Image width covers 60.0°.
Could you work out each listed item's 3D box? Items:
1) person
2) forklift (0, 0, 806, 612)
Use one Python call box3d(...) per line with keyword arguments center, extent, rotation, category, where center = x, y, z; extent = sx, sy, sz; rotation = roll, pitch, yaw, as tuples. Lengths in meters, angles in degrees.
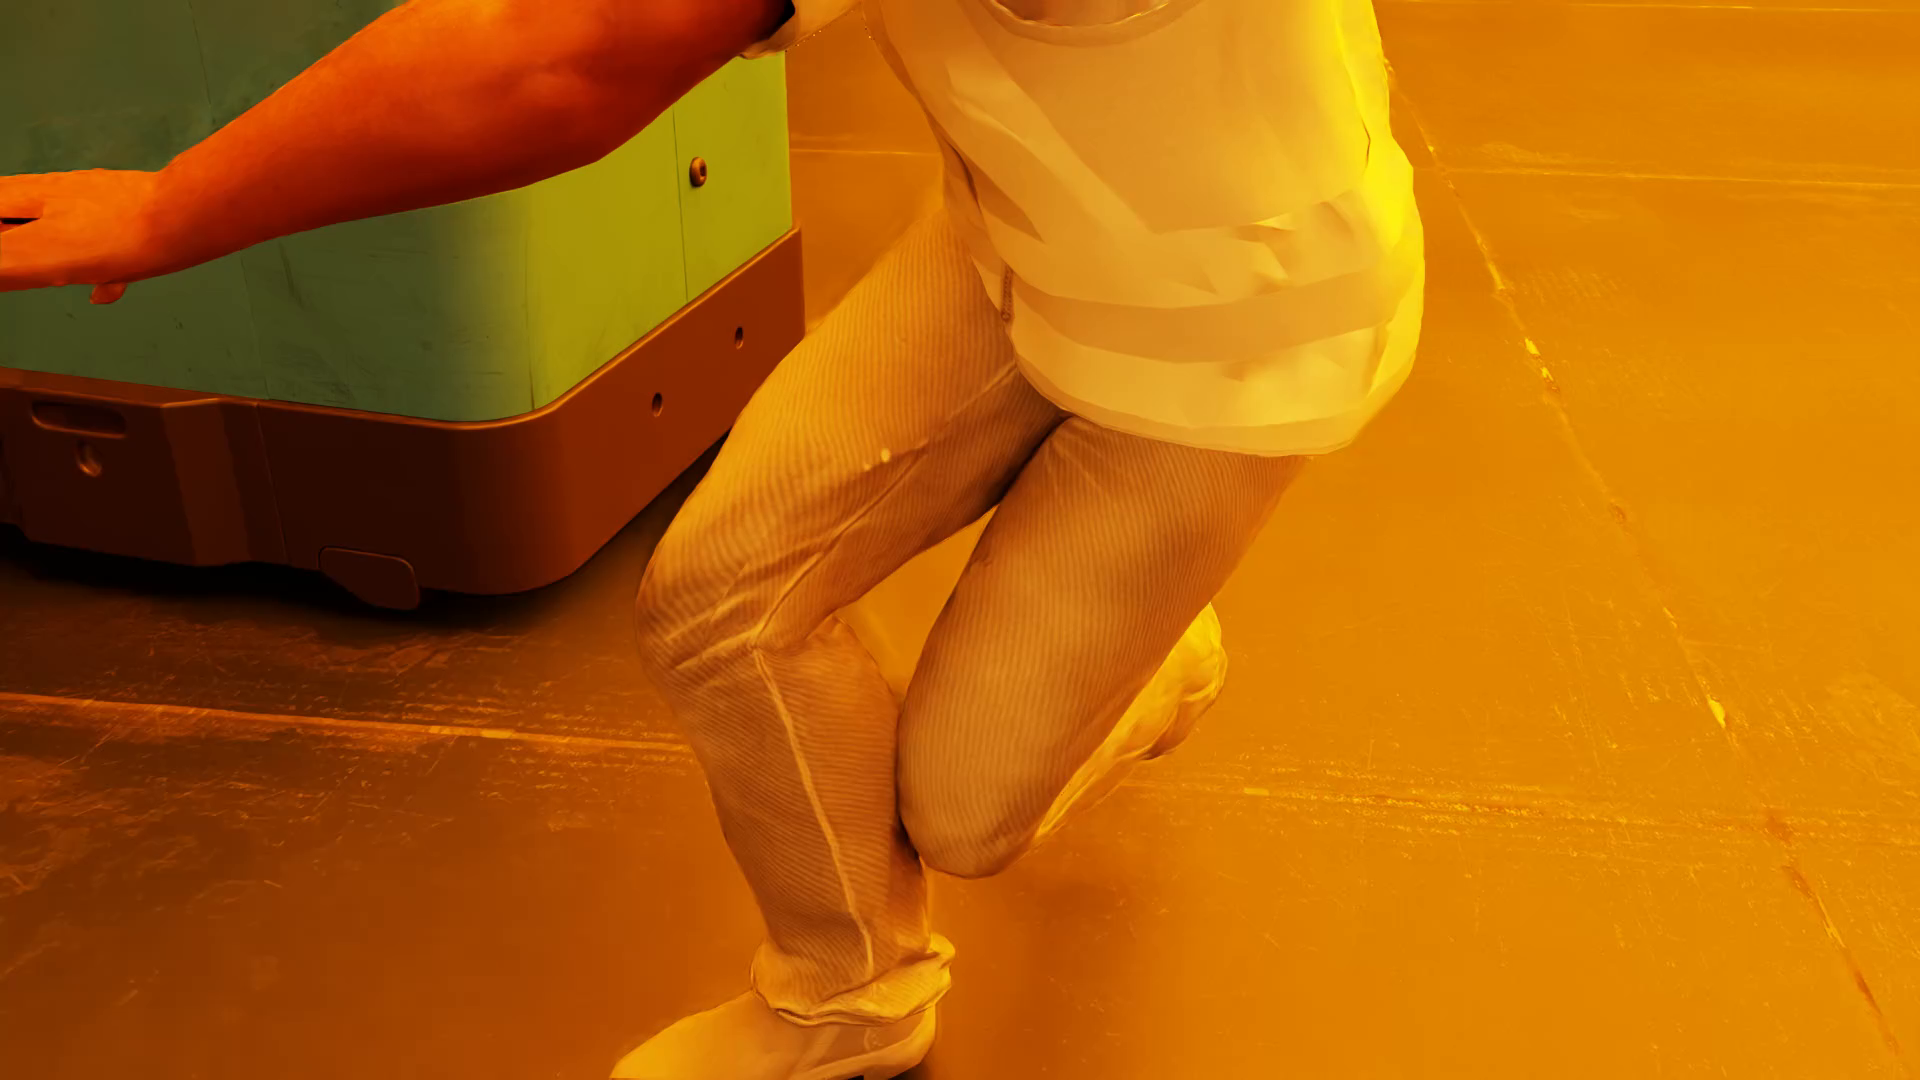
box3d(center=(-0.182, -0.214, 1.278), extent=(1.139, 1.498, 0.880), rotation=(-15, 30, -27), category="person")
box3d(center=(-1.853, -1.578, 2.380), extent=(3.031, 2.935, 1.130), rotation=(8, 27, 15), category="forklift")
